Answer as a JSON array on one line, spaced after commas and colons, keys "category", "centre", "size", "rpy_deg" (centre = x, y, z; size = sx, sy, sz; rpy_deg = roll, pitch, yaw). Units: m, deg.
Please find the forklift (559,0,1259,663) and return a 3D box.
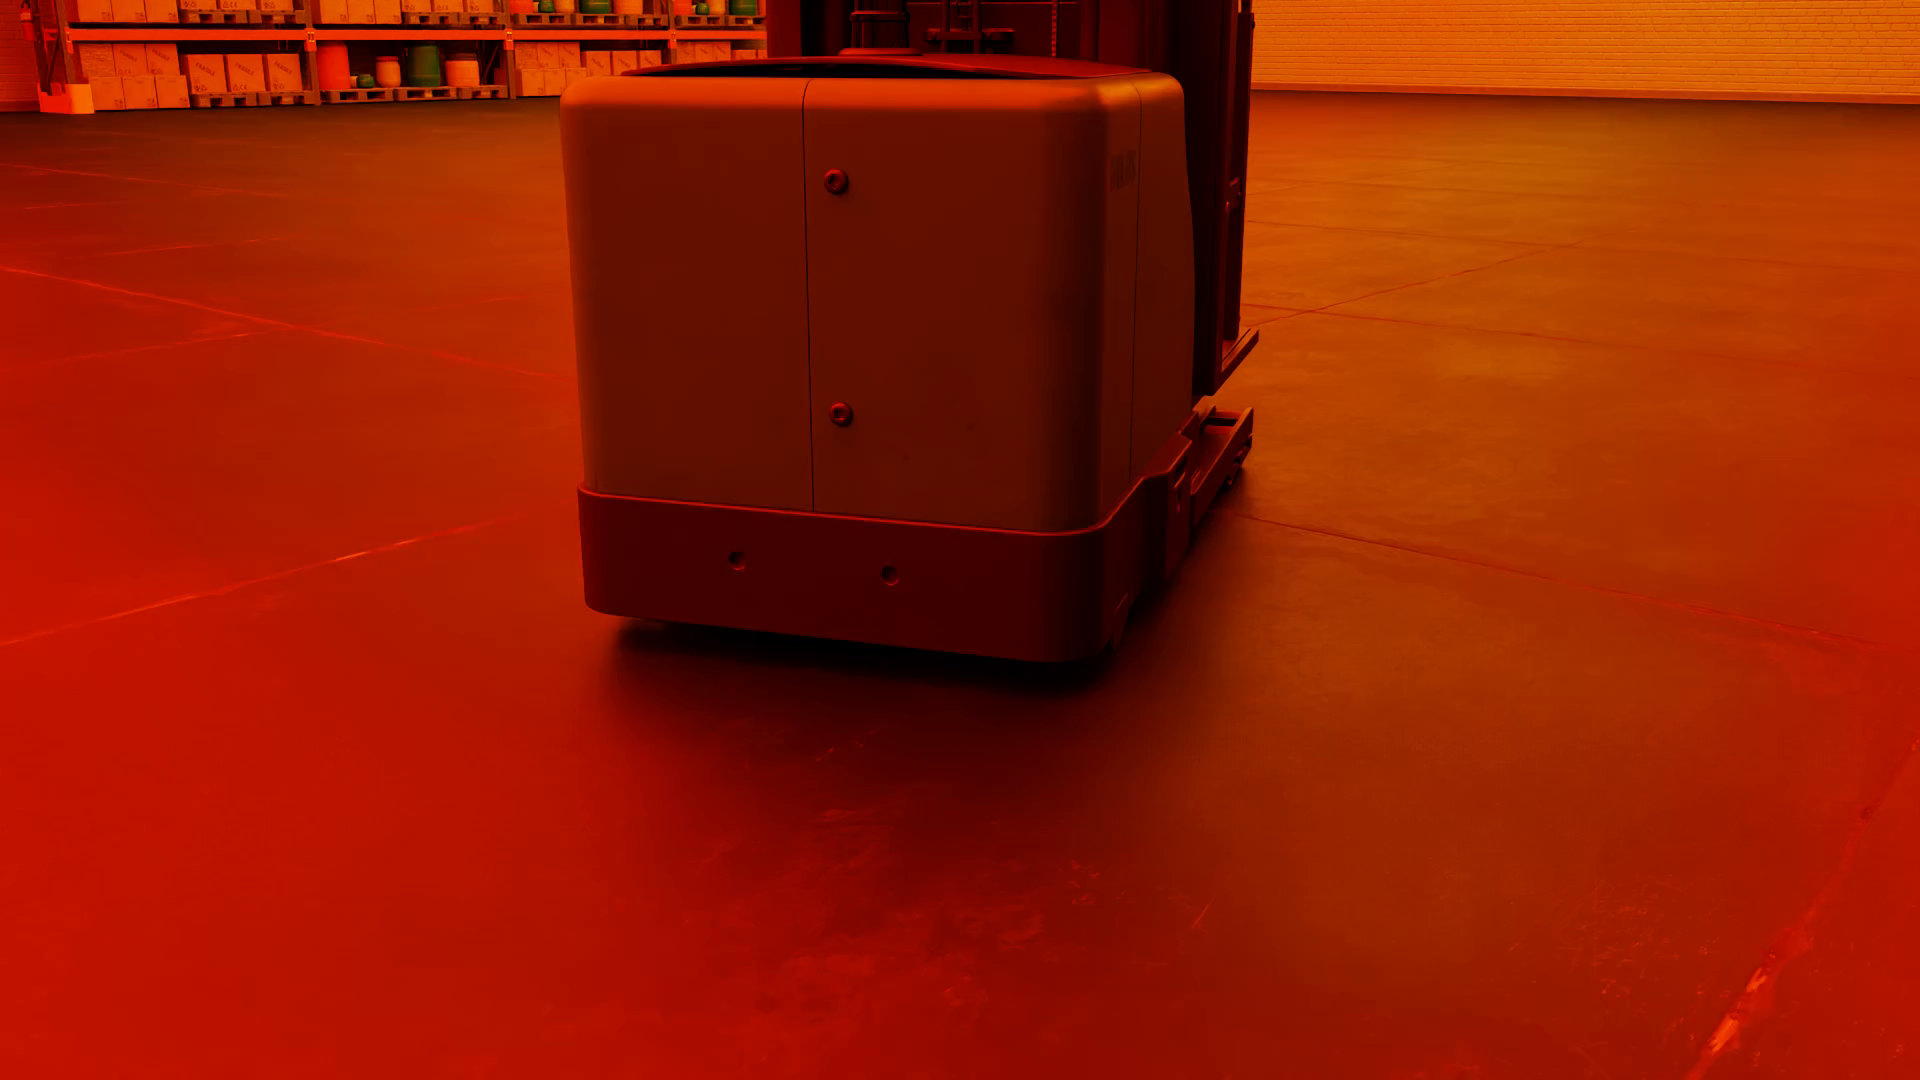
[{"category": "forklift", "centre": [0.182, -1.571, 4.072], "size": [1.130, 2.935, 3.031], "rpy_deg": [5, 18, 17]}]
